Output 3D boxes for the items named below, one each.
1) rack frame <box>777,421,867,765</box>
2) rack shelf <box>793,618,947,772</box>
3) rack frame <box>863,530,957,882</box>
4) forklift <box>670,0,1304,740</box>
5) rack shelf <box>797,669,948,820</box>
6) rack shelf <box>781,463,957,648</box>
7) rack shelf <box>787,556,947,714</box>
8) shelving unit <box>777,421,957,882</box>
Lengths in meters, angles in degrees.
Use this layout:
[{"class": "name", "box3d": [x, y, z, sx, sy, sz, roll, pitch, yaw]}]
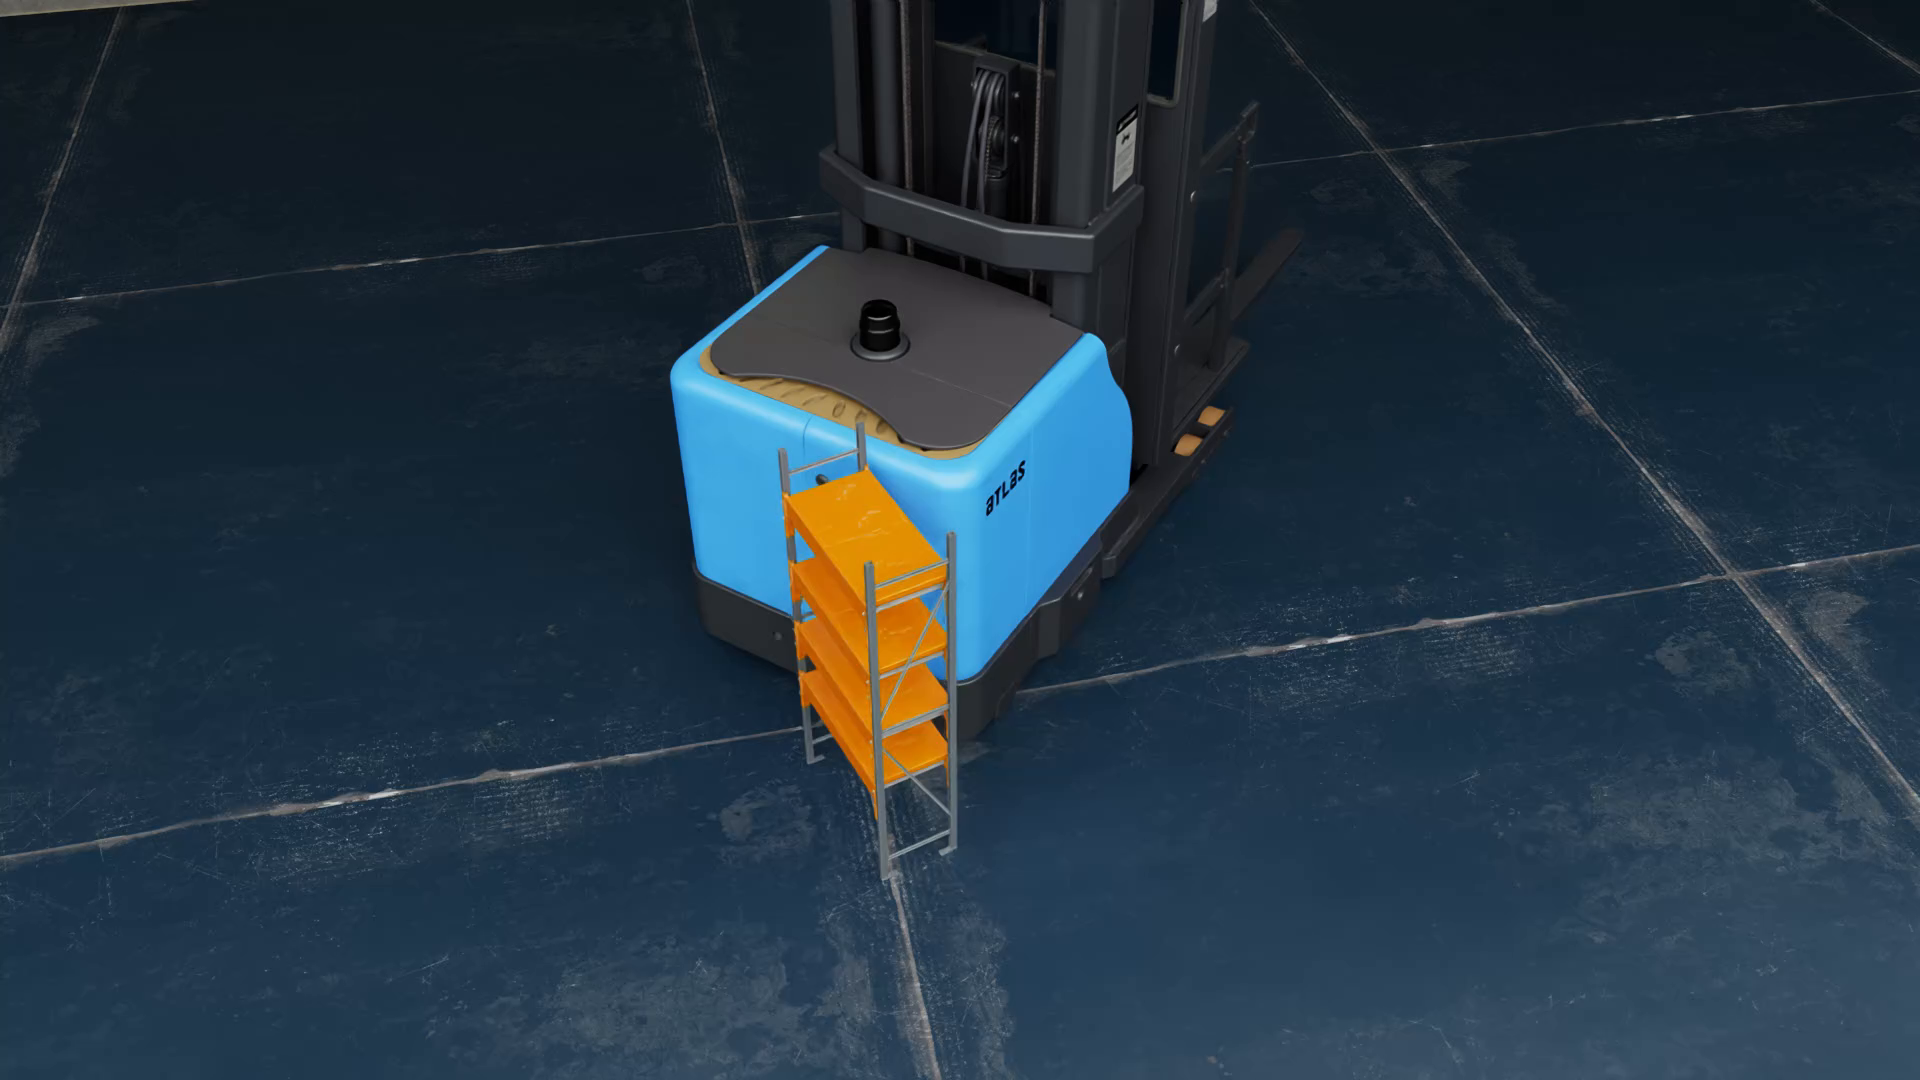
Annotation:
[{"class": "rack frame", "box3d": [-0.353, 0.184, 4.639, 0.240, 1.200, 0.015, -20, 45, -21]}, {"class": "rack shelf", "box3d": [-0.235, 0.376, 4.523, 0.258, 0.148, 0.480, -20, 45, -21]}, {"class": "rack frame", "box3d": [-0.117, 0.468, 4.319, 0.240, 1.200, 0.015, -20, 45, -21]}, {"class": "forklift", "box3d": [0.350, -1.457, 5.183, 1.130, 2.935, 3.031, 22, 46, 23]}, {"class": "rack shelf", "box3d": [-0.235, 0.525, 4.655, 0.258, 0.148, 0.480, -20, 45, -21]}, {"class": "rack shelf", "box3d": [-0.235, 0.032, 4.218, 0.258, 0.148, 0.480, -20, 45, -21]}, {"class": "rack shelf", "box3d": [-0.235, 0.209, 4.375, 0.258, 0.148, 0.480, -20, 45, -21]}, {"class": "shelving unit", "box3d": [-0.235, 0.326, 4.479, 0.258, 1.200, 0.503, -20, 45, -21]}]
